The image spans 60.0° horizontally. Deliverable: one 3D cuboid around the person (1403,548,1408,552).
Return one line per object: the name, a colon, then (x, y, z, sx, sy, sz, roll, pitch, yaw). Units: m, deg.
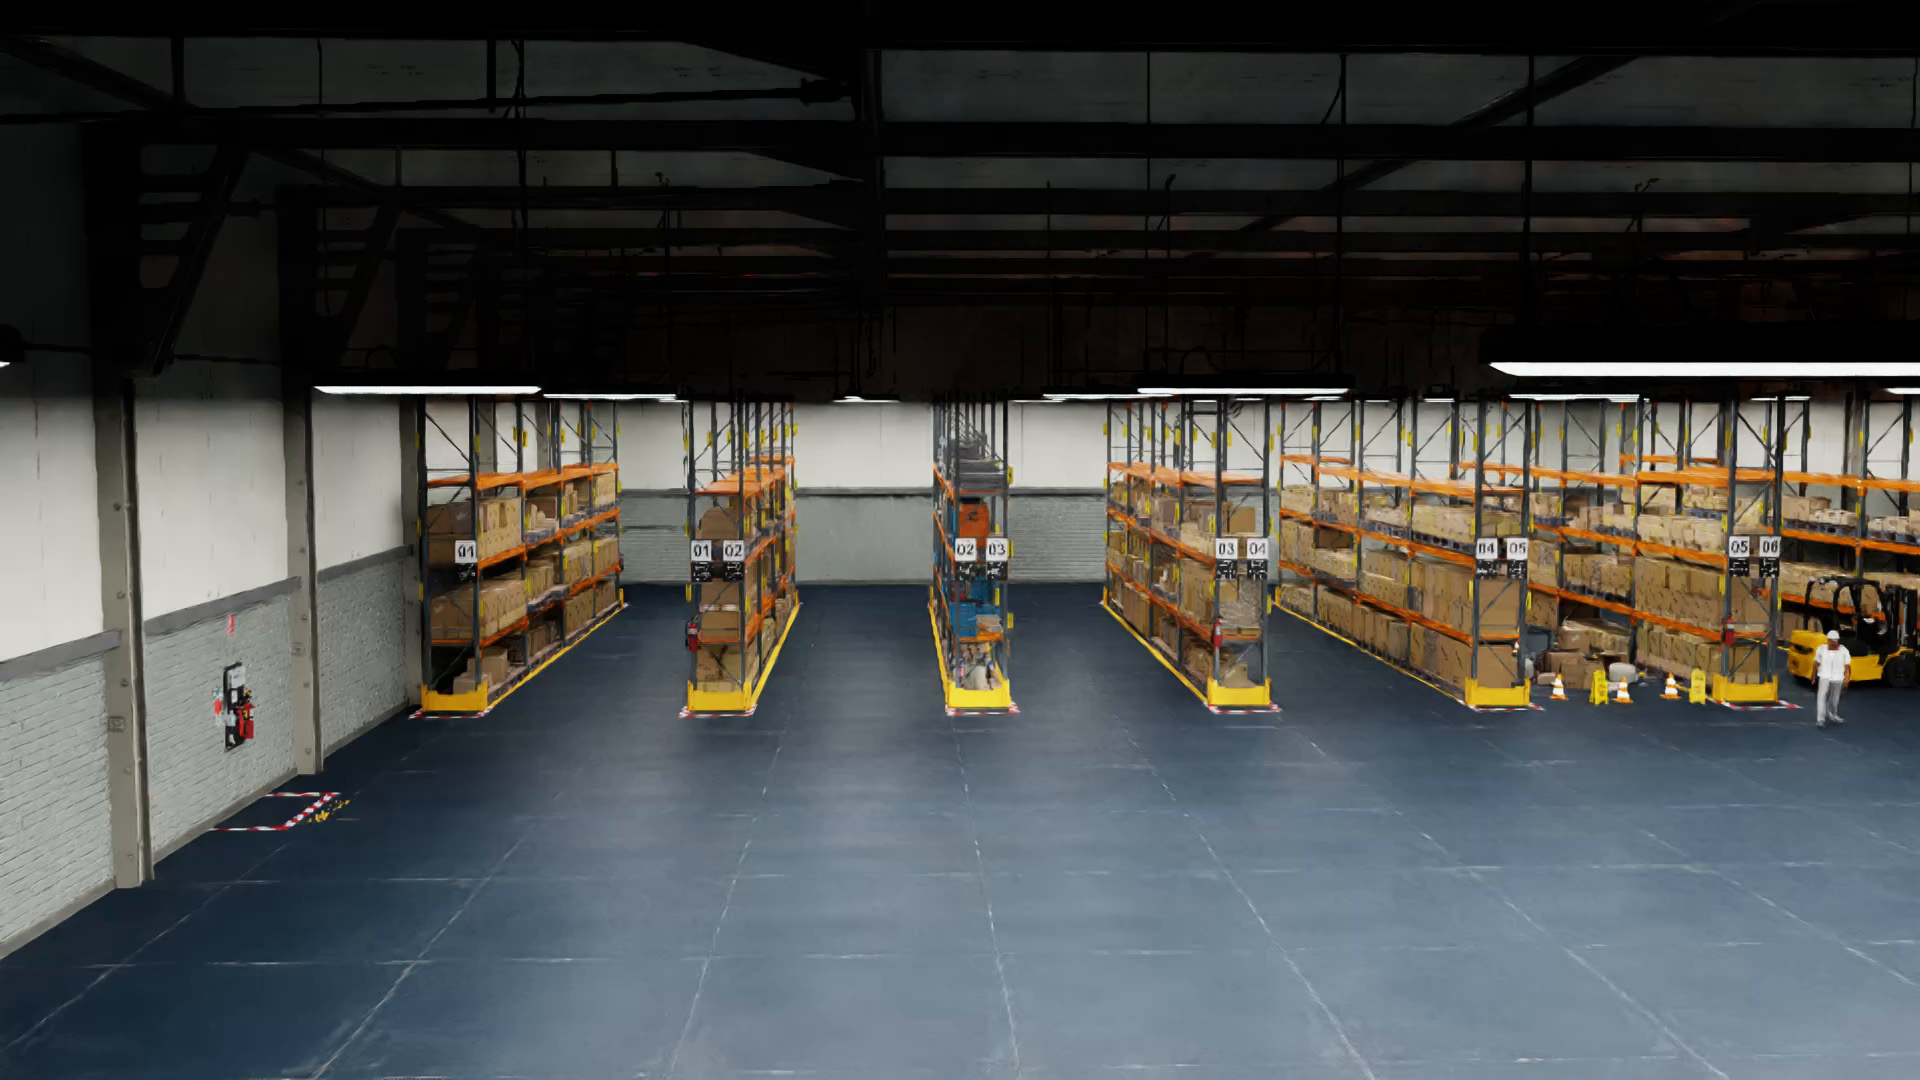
person: (12.241, 1.097, 45.714, 0.553, 1.769, 0.607, 1, 5, 17)

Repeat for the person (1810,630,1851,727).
person: (15.526, 2.452, 29.640, 0.620, 1.723, 0.954, 2, 5, 21)
